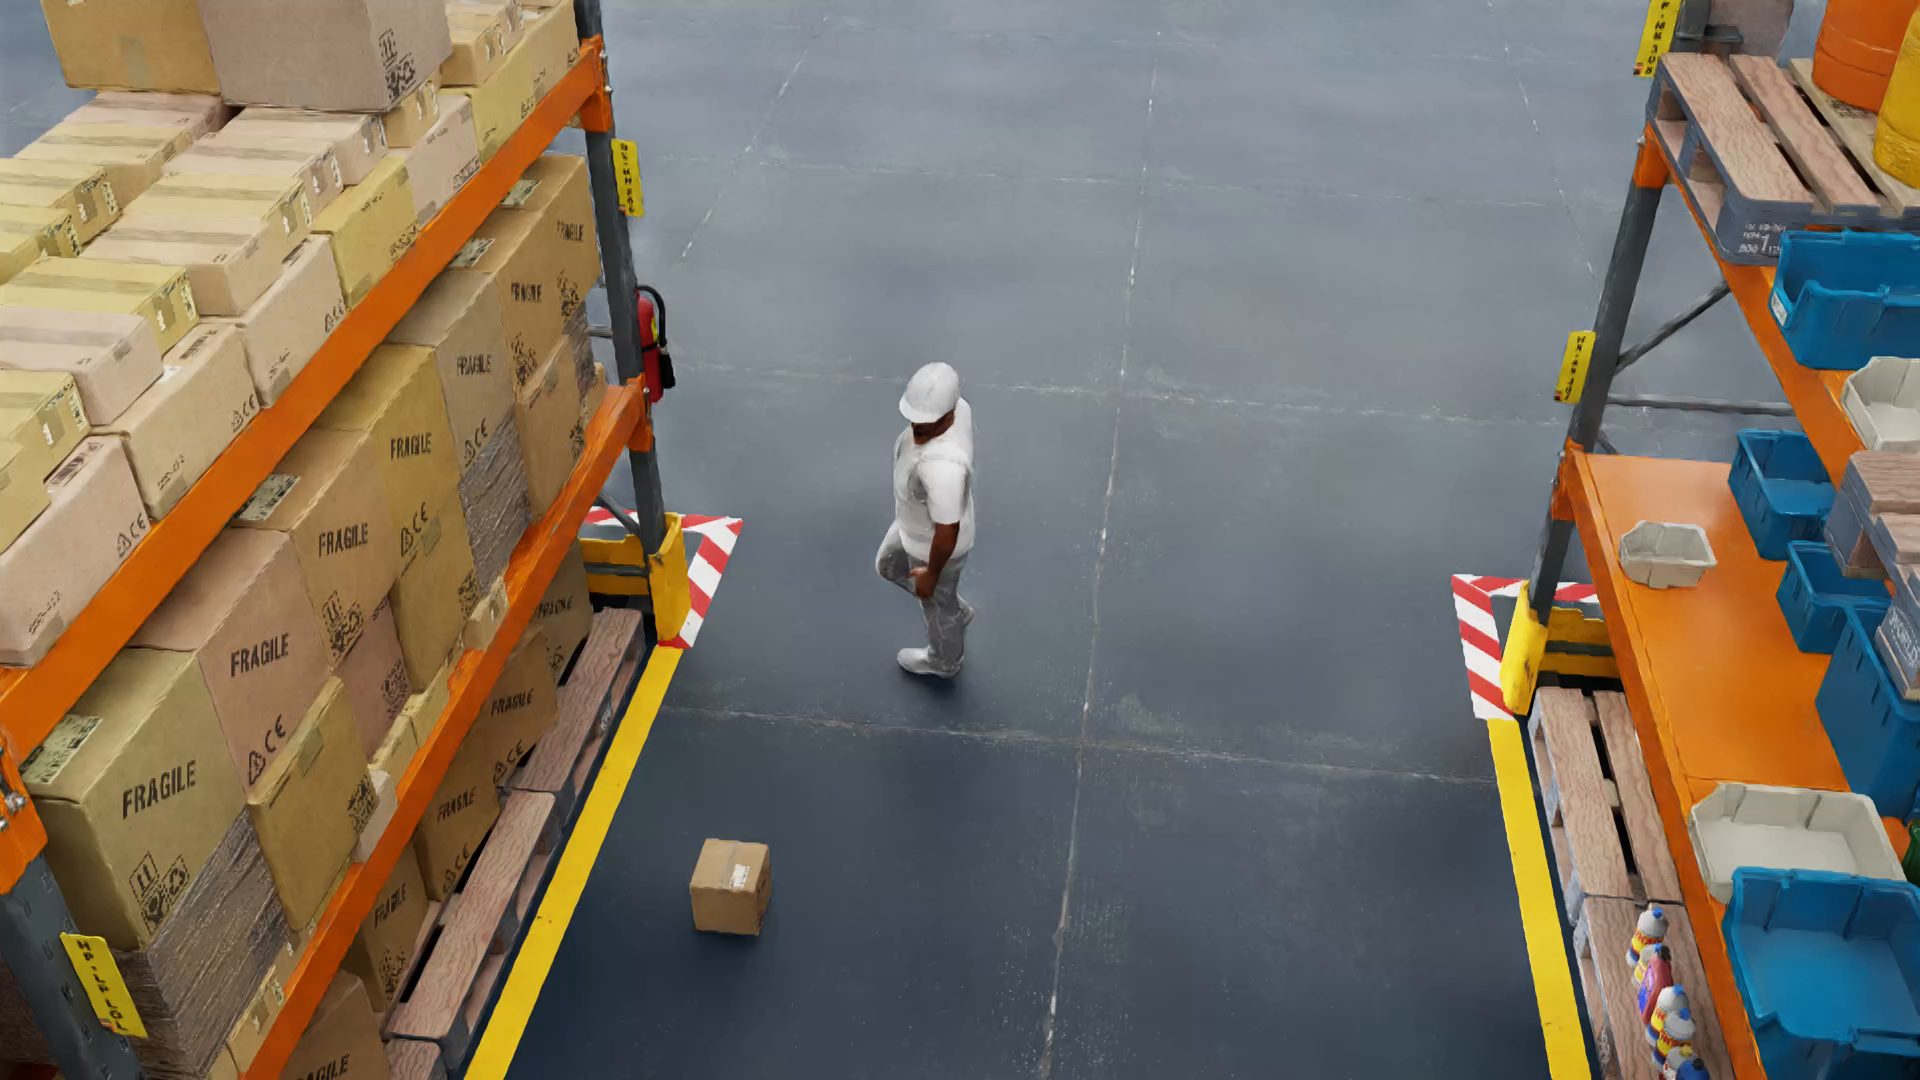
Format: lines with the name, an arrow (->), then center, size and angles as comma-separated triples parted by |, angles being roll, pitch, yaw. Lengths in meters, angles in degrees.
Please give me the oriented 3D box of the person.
person -> -0.154, -0.057, 7.086 | 0.446, 1.751, 0.749 | 1, 36, 1
